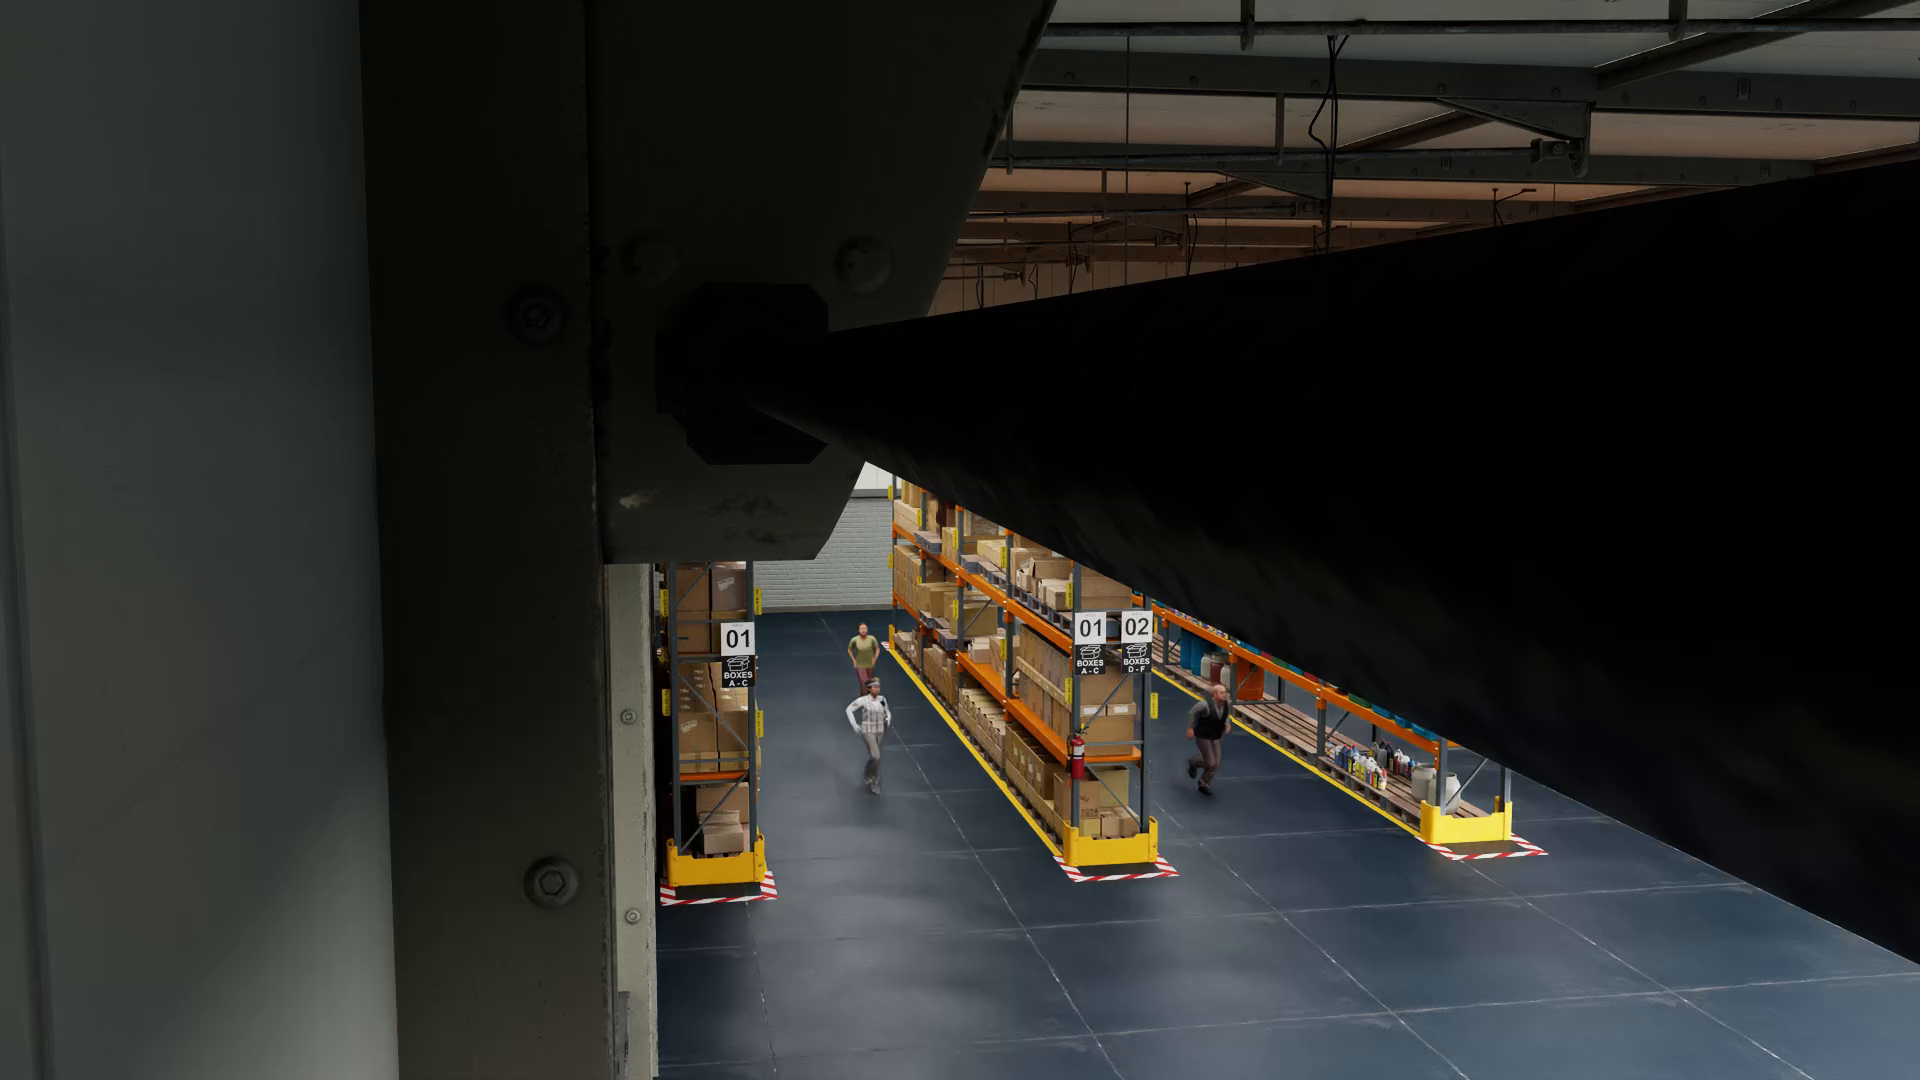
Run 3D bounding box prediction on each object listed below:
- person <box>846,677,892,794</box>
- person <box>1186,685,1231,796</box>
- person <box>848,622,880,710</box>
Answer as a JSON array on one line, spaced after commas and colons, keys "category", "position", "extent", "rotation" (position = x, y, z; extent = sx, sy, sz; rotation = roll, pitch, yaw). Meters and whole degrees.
[{"category": "person", "position": [-1.291, 2.847, 24.487], "extent": [0.617, 1.672, 0.714], "rotation": [-4, 8, -35]}, {"category": "person", "position": [3.645, 2.904, 24.311], "extent": [0.649, 1.655, 0.738], "rotation": [-4, 8, -35]}, {"category": "person", "position": [-1.733, 2.288, 29.907], "extent": [0.576, 1.678, 0.765], "rotation": [-1, 6, -13]}]
